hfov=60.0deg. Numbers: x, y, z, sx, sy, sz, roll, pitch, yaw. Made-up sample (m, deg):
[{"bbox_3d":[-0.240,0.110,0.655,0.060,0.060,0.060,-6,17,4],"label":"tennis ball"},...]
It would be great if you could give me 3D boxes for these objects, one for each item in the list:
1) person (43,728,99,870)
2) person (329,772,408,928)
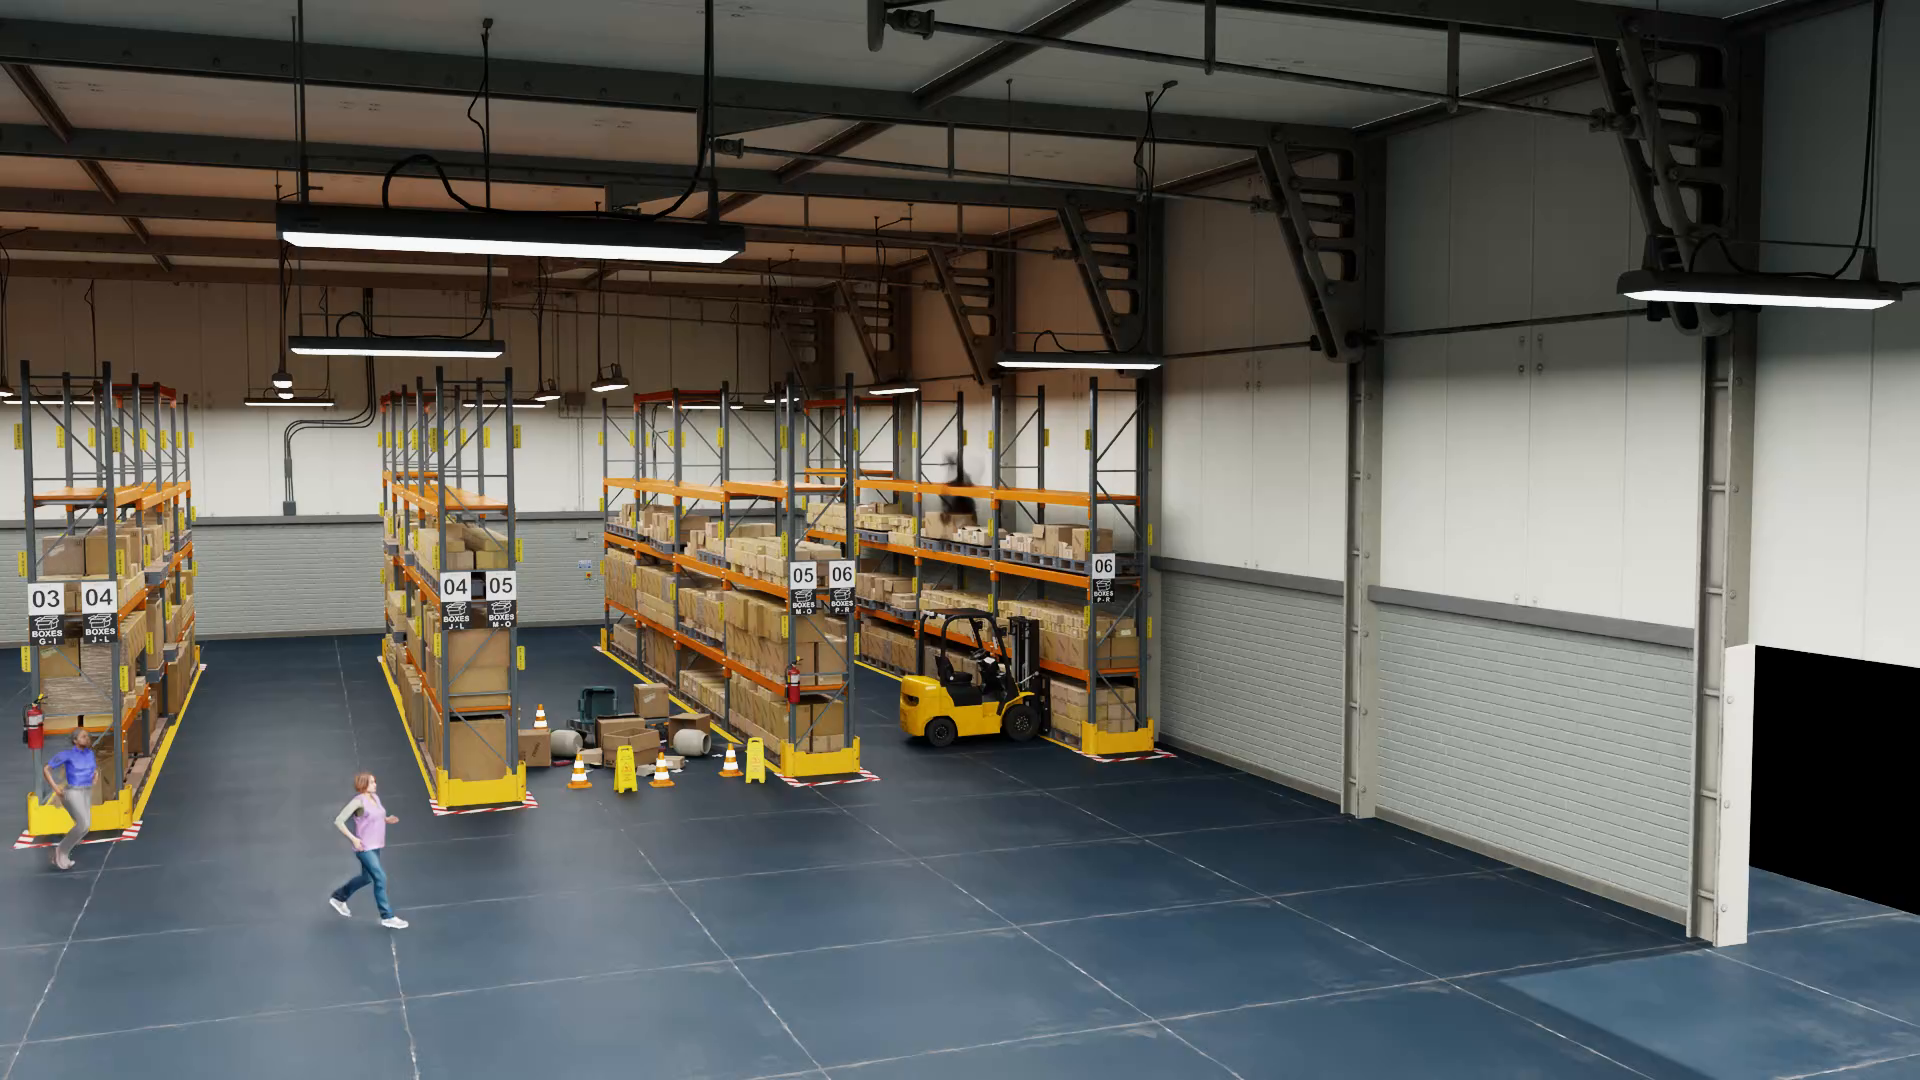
[{"bbox_3d":[-10.342,3.023,19.512,0.572,1.593,0.584,1,4,13],"label":"person"},{"bbox_3d":[-6.074,3.159,17.019,0.893,1.585,0.537,0,3,7],"label":"person"}]
